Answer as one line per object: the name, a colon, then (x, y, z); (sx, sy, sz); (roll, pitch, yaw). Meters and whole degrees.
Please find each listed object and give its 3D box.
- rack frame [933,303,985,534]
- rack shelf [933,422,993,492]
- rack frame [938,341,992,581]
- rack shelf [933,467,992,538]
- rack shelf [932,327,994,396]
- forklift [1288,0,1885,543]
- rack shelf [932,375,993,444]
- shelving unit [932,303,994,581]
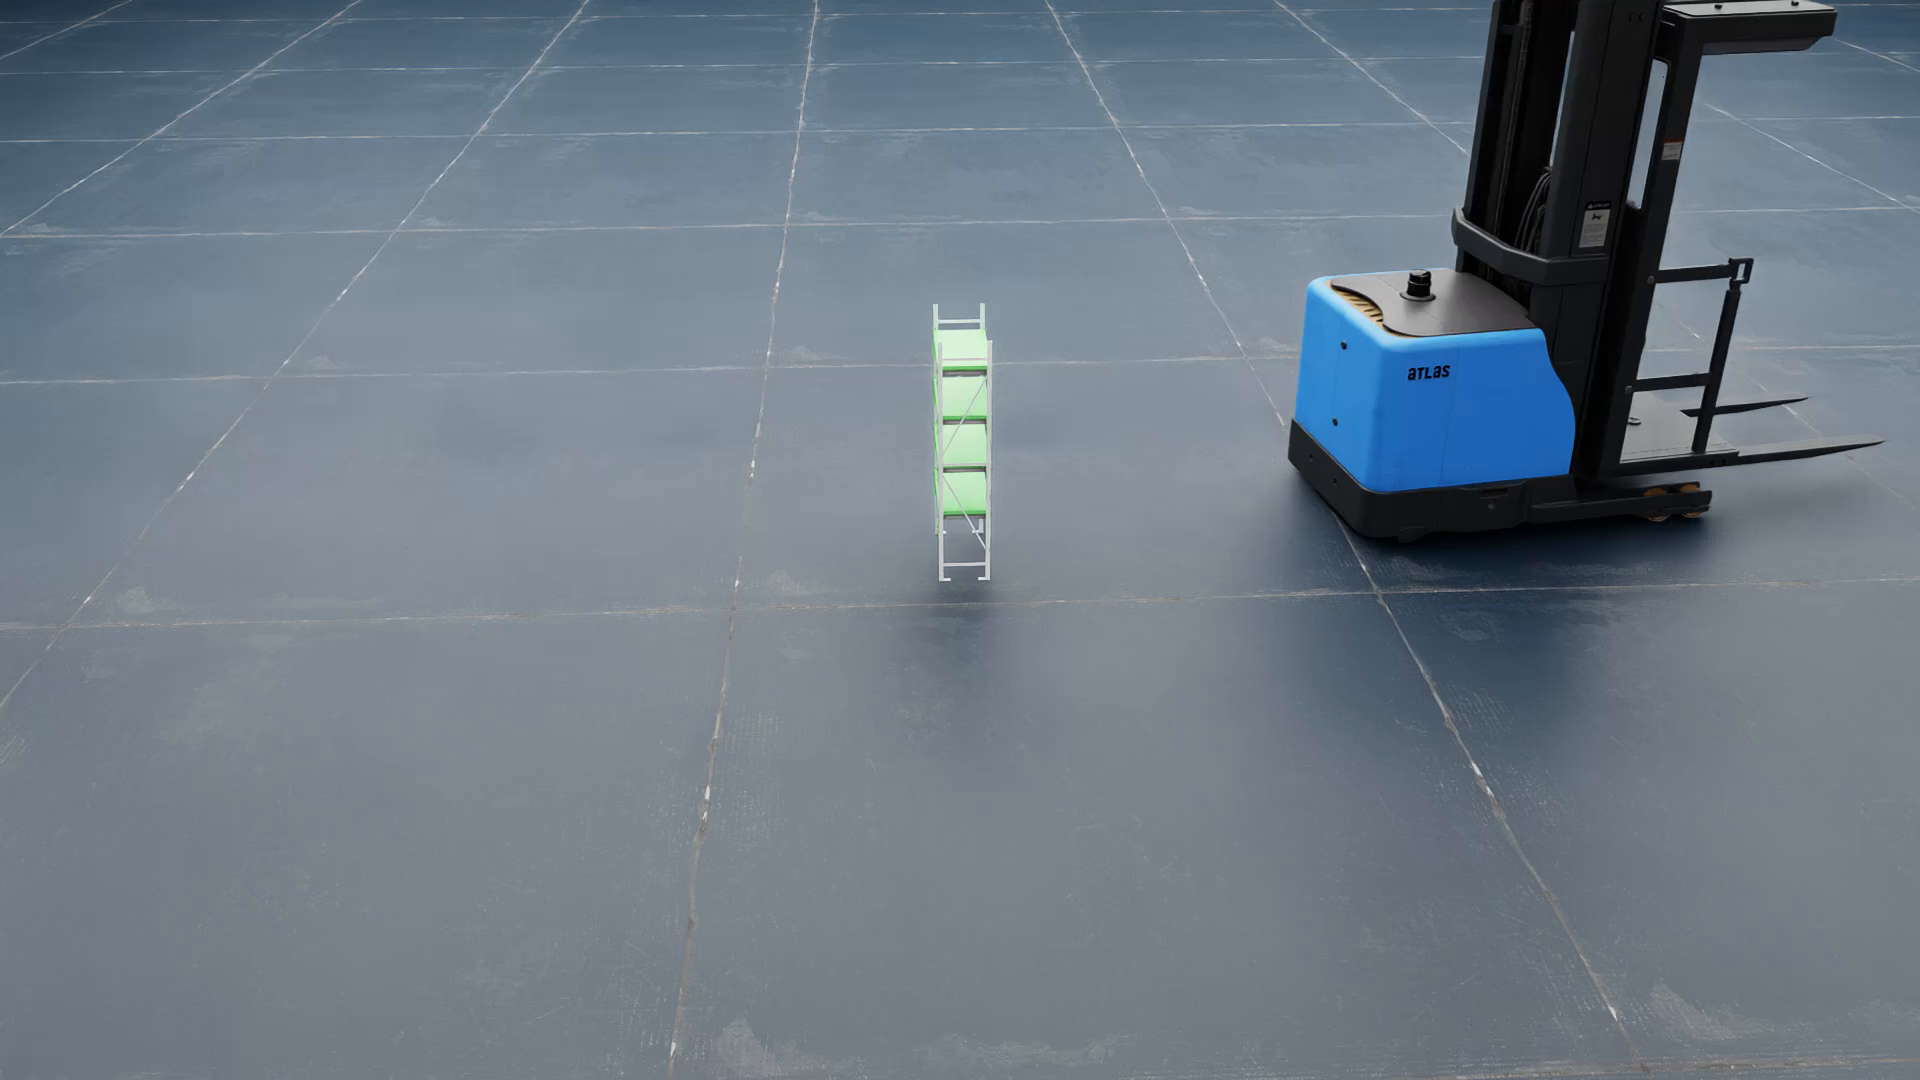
rack frame: (-0.004, -0.568, 8.042); (0.240, 1.200, 0.015); (-1, 28, -3)
rack shelf: (0.009, -0.399, 7.856); (0.258, 0.148, 0.480); (-1, 28, -3)
rack frame: (0.021, -0.343, 7.610); (0.240, 1.200, 0.015); (-1, 28, -3)
rack shelf: (0.009, -0.186, 7.966); (0.258, 0.148, 0.480); (-1, 28, -3)
rack shelf: (0.009, -0.824, 7.634); (0.258, 0.148, 0.480); (-1, 28, -3)
forklift: (3.332, -1.624, 8.195); (3.031, 2.935, 1.130); (-6, 28, -11)
rack shelf: (0.009, -0.612, 7.745); (0.258, 0.148, 0.480); (-1, 28, -3)
shelving unit: (0.009, -0.456, 7.826); (0.258, 1.200, 0.503); (-1, 28, -3)
